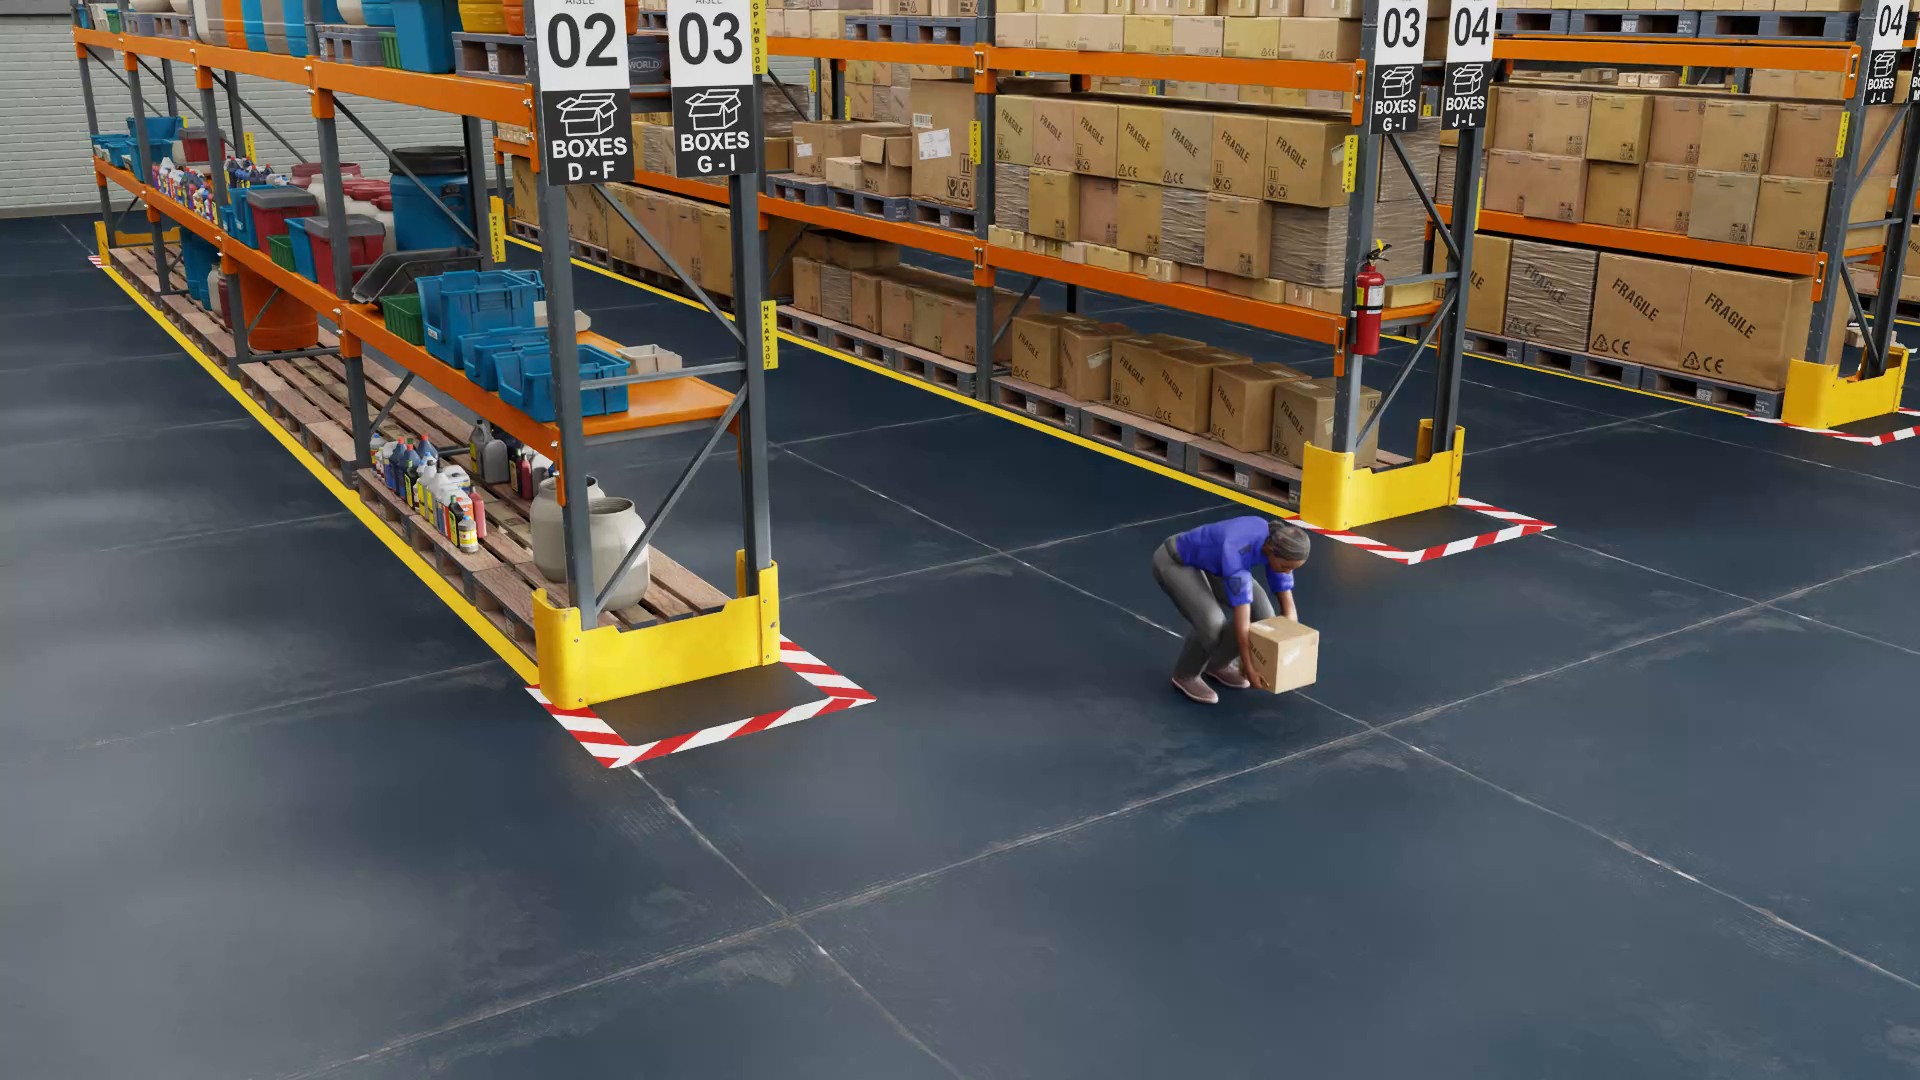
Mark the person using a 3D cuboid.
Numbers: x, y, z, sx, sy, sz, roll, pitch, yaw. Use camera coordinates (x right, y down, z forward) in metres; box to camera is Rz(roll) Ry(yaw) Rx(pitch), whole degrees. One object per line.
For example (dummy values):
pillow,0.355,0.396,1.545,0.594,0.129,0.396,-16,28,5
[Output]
person,1.281,0.300,7.809,0.464,0.943,0.857,-13,22,-34
